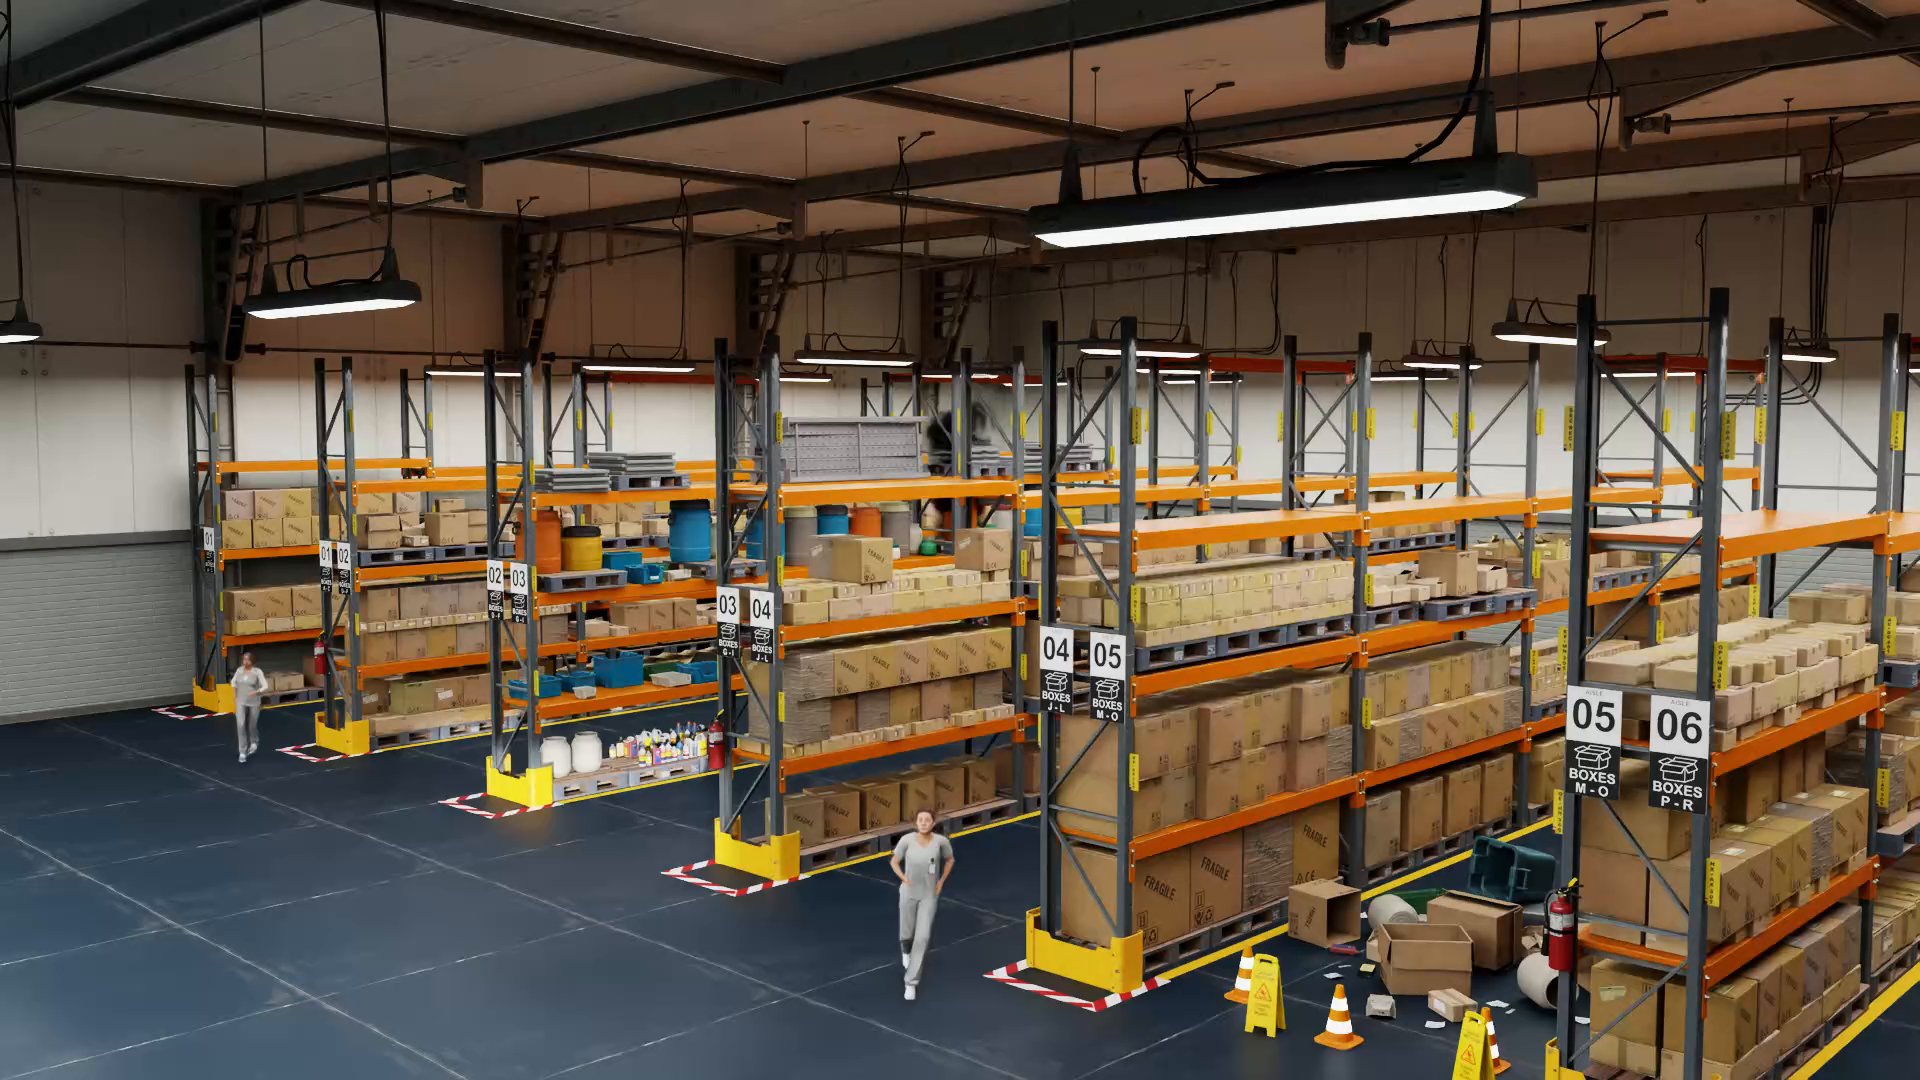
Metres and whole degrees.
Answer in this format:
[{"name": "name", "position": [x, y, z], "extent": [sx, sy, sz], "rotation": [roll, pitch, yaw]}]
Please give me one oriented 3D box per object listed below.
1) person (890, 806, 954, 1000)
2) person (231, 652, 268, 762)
[{"name": "person", "position": [-0.339, 3.201, 14.966], "extent": [0.573, 1.664, 0.825], "rotation": [0, 4, 2]}, {"name": "person", "position": [-10.568, 2.451, 24.717], "extent": [0.543, 1.579, 0.822], "rotation": [-1, 4, -13]}]
